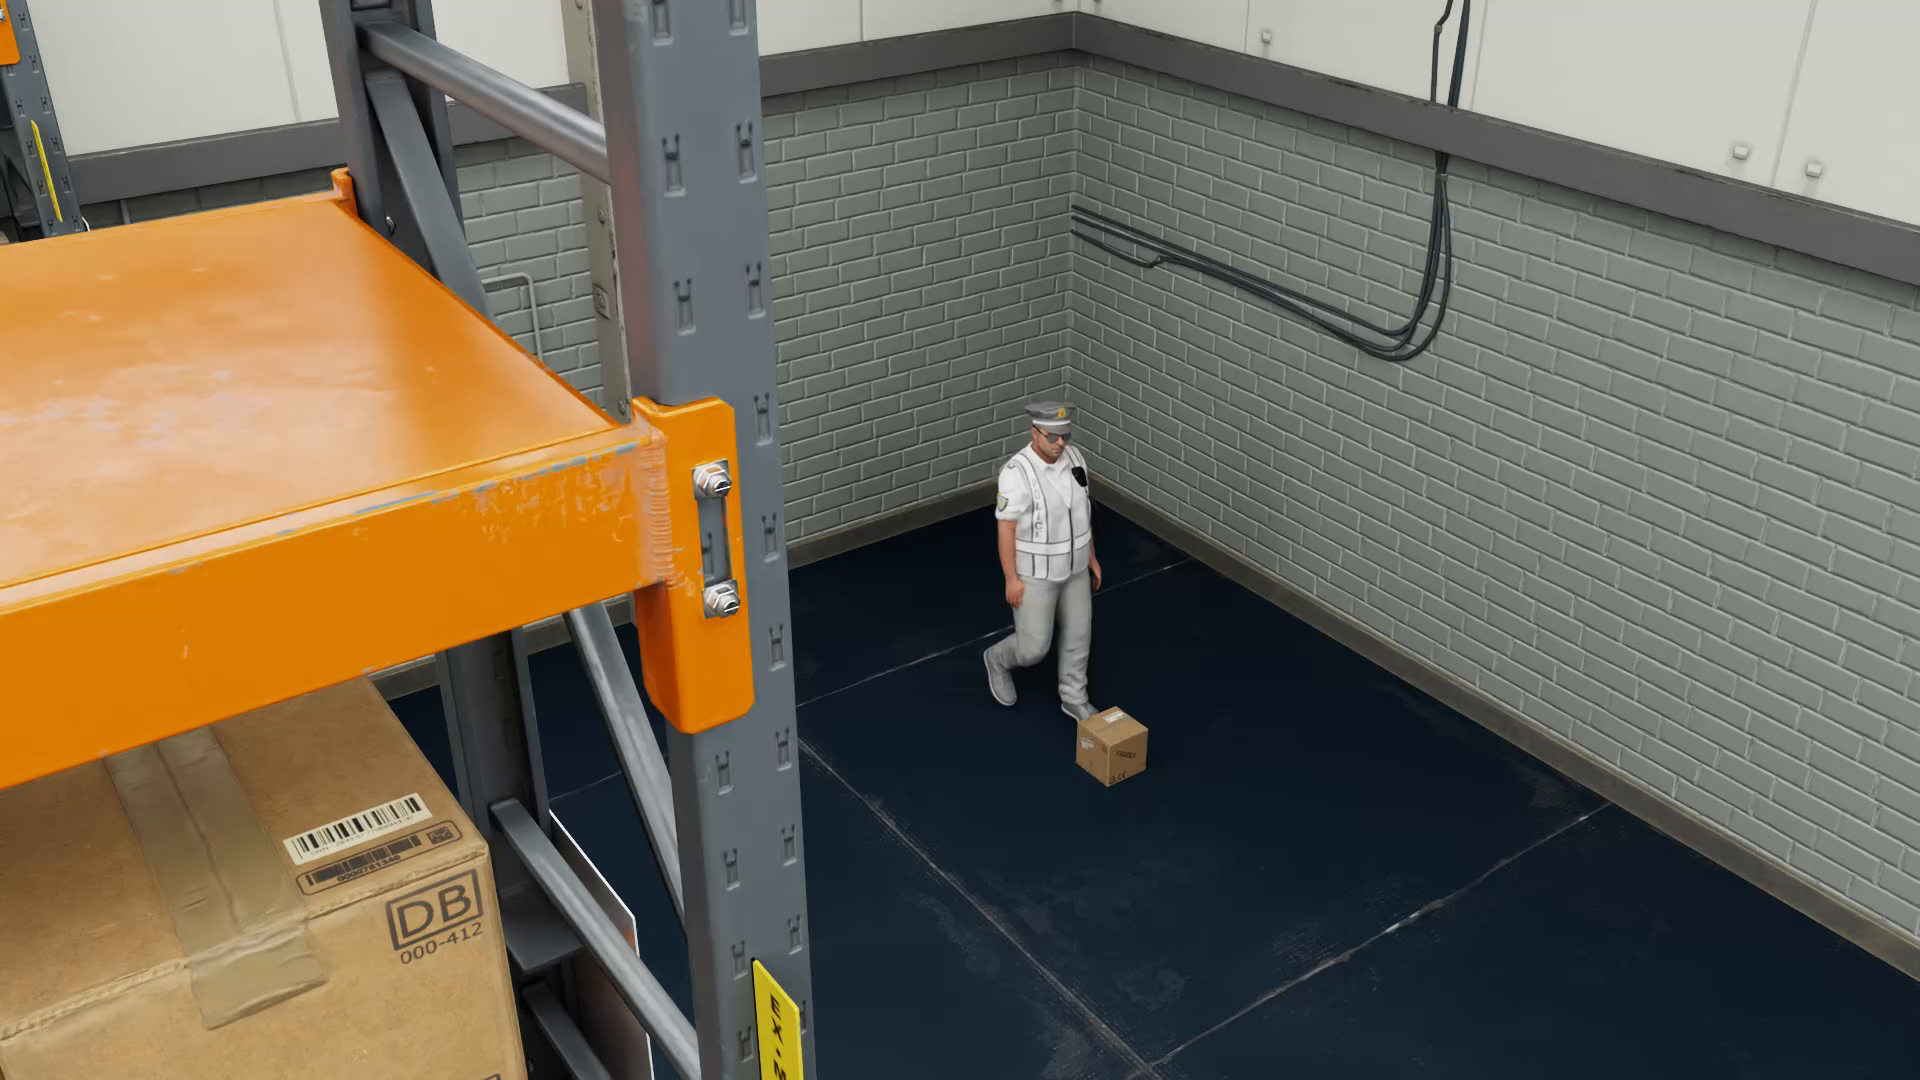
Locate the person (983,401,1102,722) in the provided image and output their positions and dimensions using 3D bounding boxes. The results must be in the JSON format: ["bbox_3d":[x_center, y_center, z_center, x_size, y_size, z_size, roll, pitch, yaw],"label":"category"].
[{"bbox_3d":[0.456,0.131,8.347,0.559,1.752,0.718,-19,34,-31],"label":"person"}]
